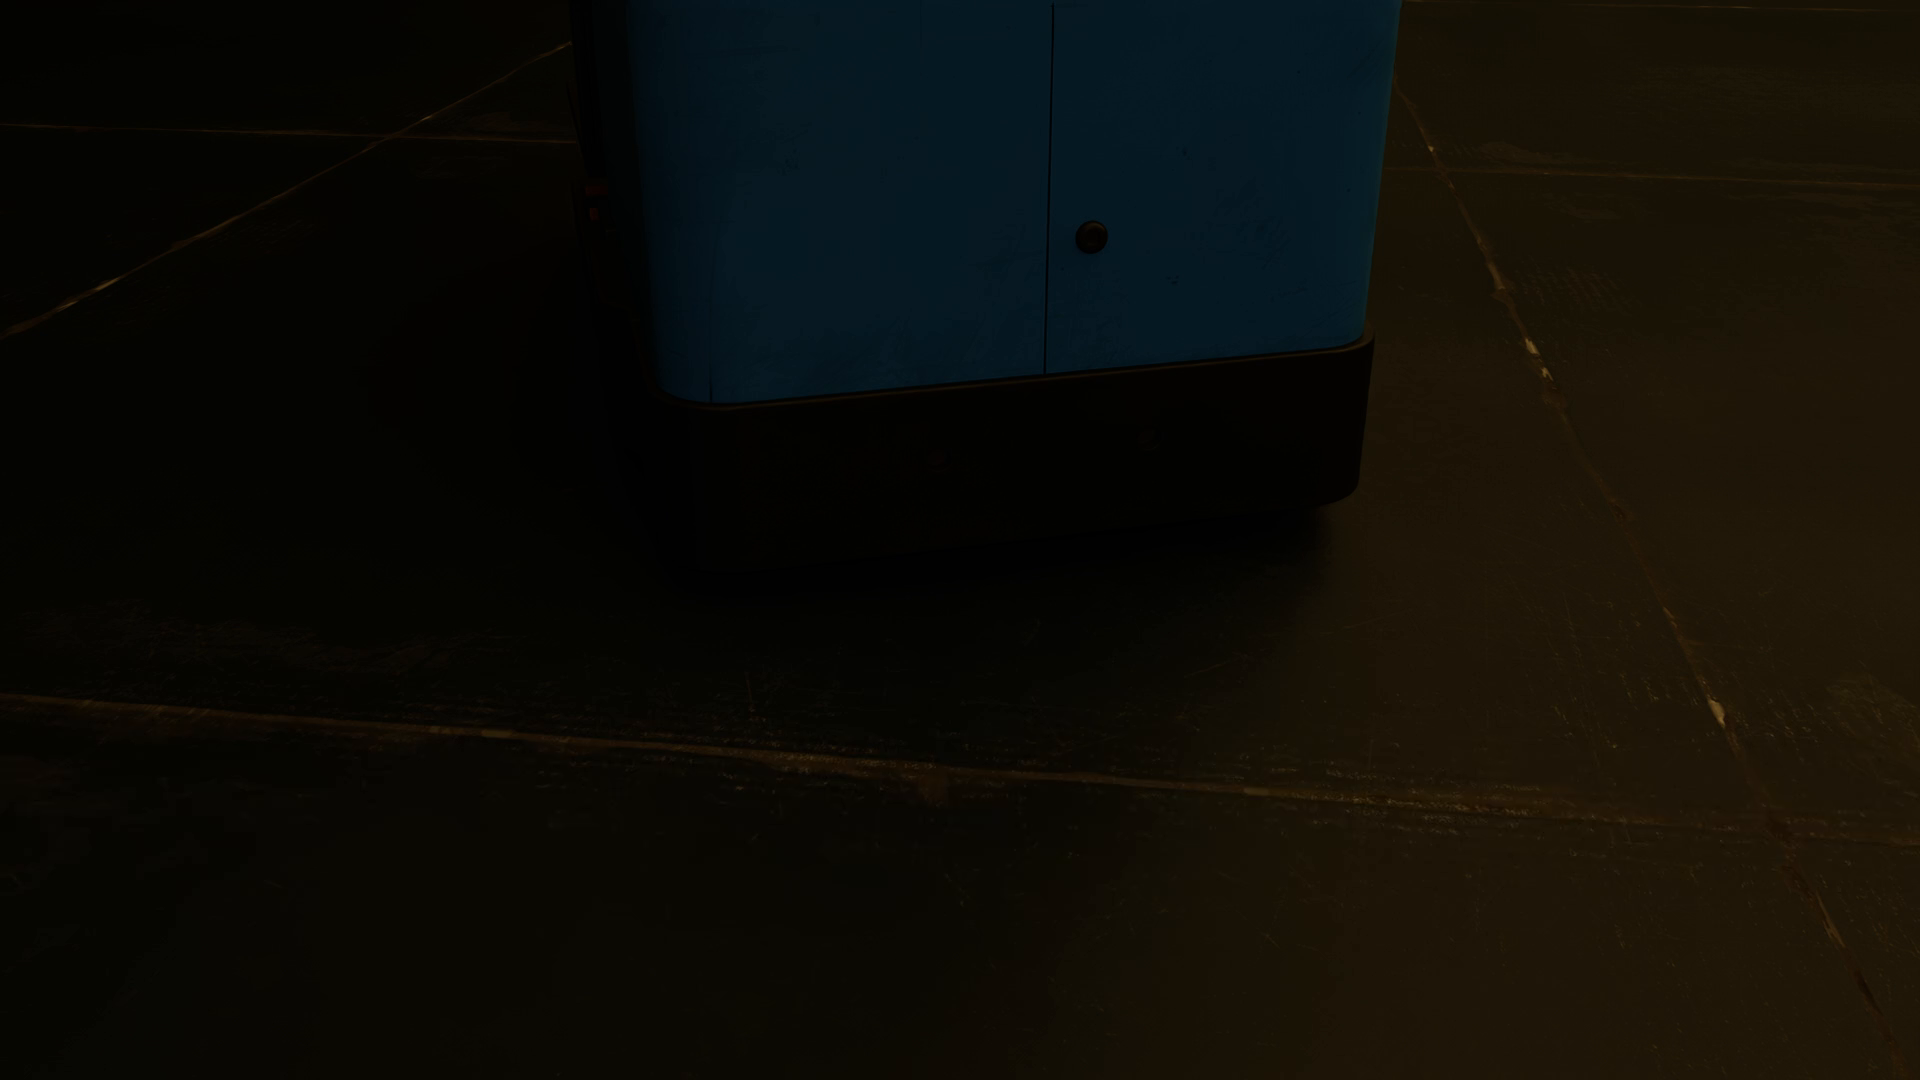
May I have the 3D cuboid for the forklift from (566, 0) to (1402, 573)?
[{"bbox_3d":[-0.260,-1.904,3.034,1.130,2.935,3.031,-7,27,-13],"label":"forklift"}]
